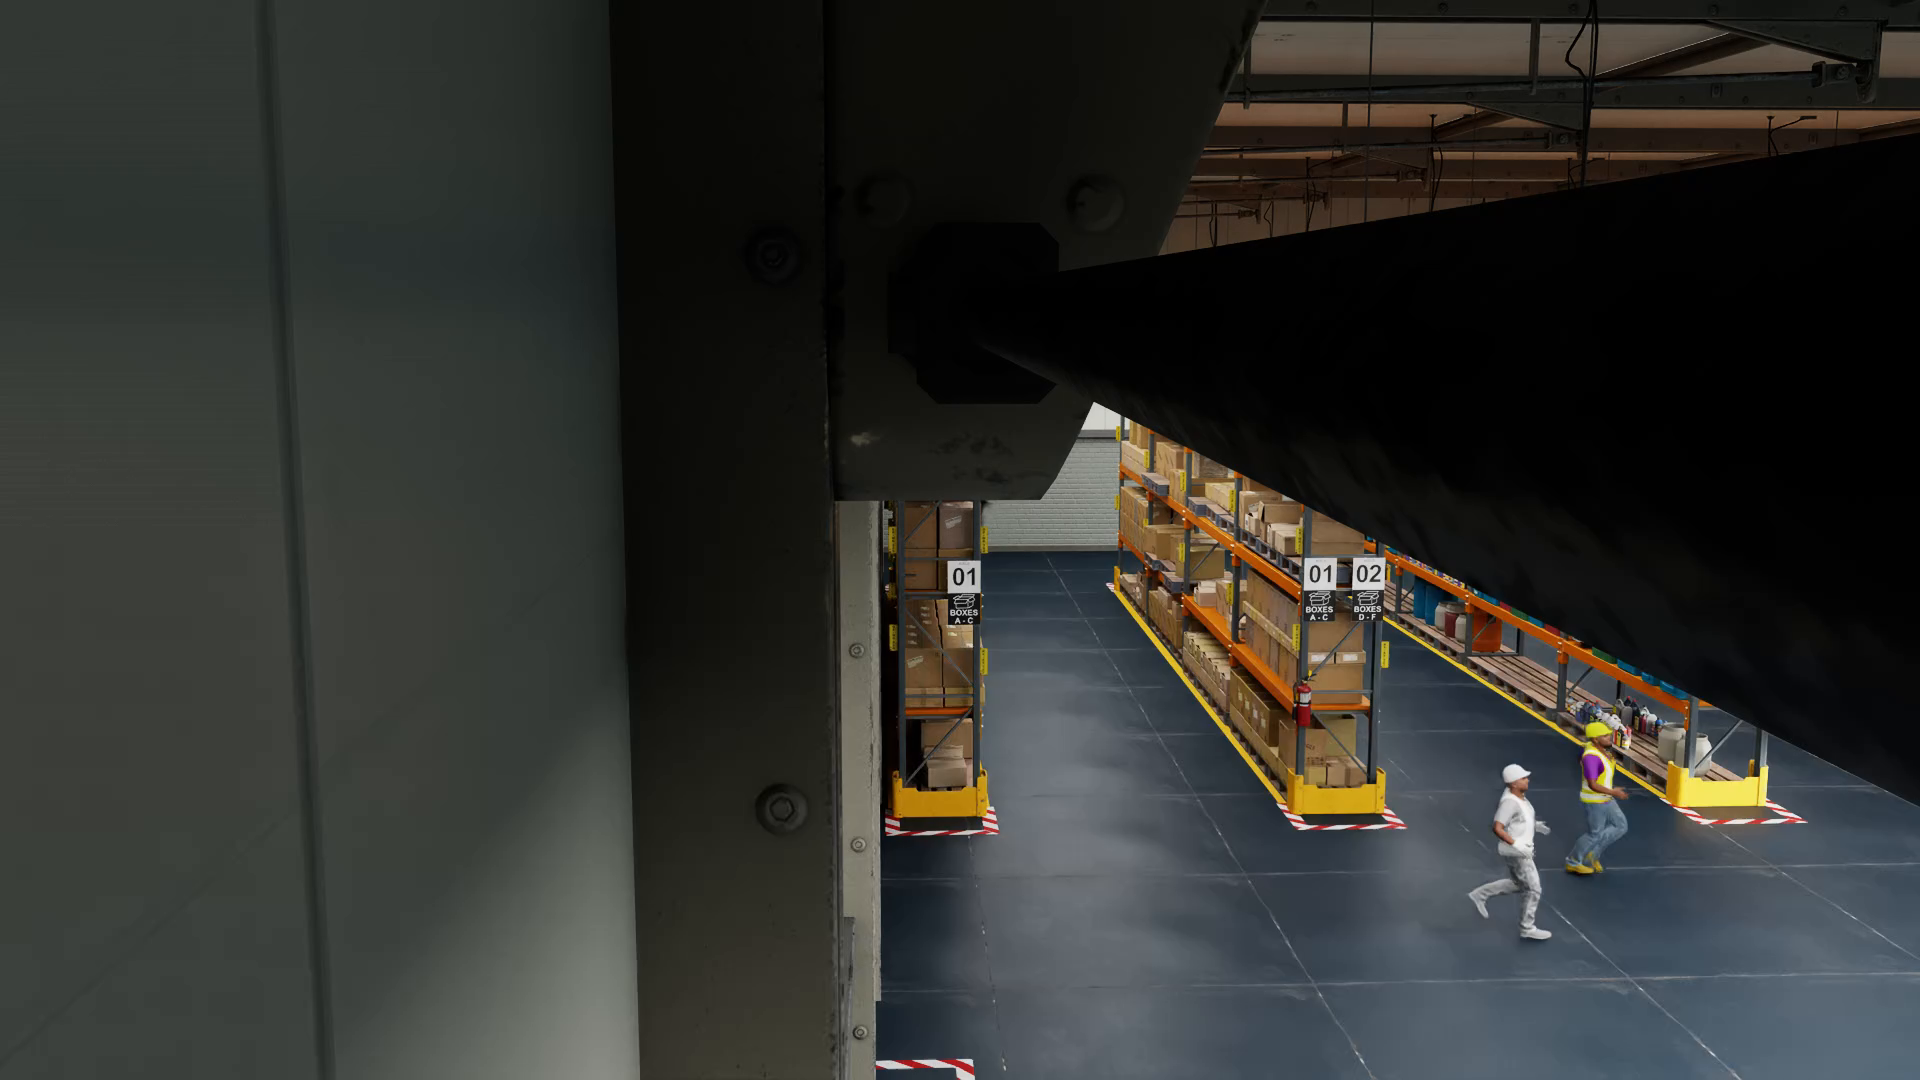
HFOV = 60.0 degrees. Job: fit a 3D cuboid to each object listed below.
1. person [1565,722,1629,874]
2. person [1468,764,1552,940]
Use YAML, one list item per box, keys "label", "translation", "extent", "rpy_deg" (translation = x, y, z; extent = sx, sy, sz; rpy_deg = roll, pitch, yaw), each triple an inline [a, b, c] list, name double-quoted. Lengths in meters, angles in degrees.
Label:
- label: "person"
  translation: [7.048, 2.848, 18.332]
  extent: [0.640, 1.729, 0.703]
  rpy_deg: [4, 9, 28]
- label: "person"
  translation: [5.535, 3.097, 16.584]
  extent: [0.769, 1.750, 0.696]
  rpy_deg: [3, 9, 21]
